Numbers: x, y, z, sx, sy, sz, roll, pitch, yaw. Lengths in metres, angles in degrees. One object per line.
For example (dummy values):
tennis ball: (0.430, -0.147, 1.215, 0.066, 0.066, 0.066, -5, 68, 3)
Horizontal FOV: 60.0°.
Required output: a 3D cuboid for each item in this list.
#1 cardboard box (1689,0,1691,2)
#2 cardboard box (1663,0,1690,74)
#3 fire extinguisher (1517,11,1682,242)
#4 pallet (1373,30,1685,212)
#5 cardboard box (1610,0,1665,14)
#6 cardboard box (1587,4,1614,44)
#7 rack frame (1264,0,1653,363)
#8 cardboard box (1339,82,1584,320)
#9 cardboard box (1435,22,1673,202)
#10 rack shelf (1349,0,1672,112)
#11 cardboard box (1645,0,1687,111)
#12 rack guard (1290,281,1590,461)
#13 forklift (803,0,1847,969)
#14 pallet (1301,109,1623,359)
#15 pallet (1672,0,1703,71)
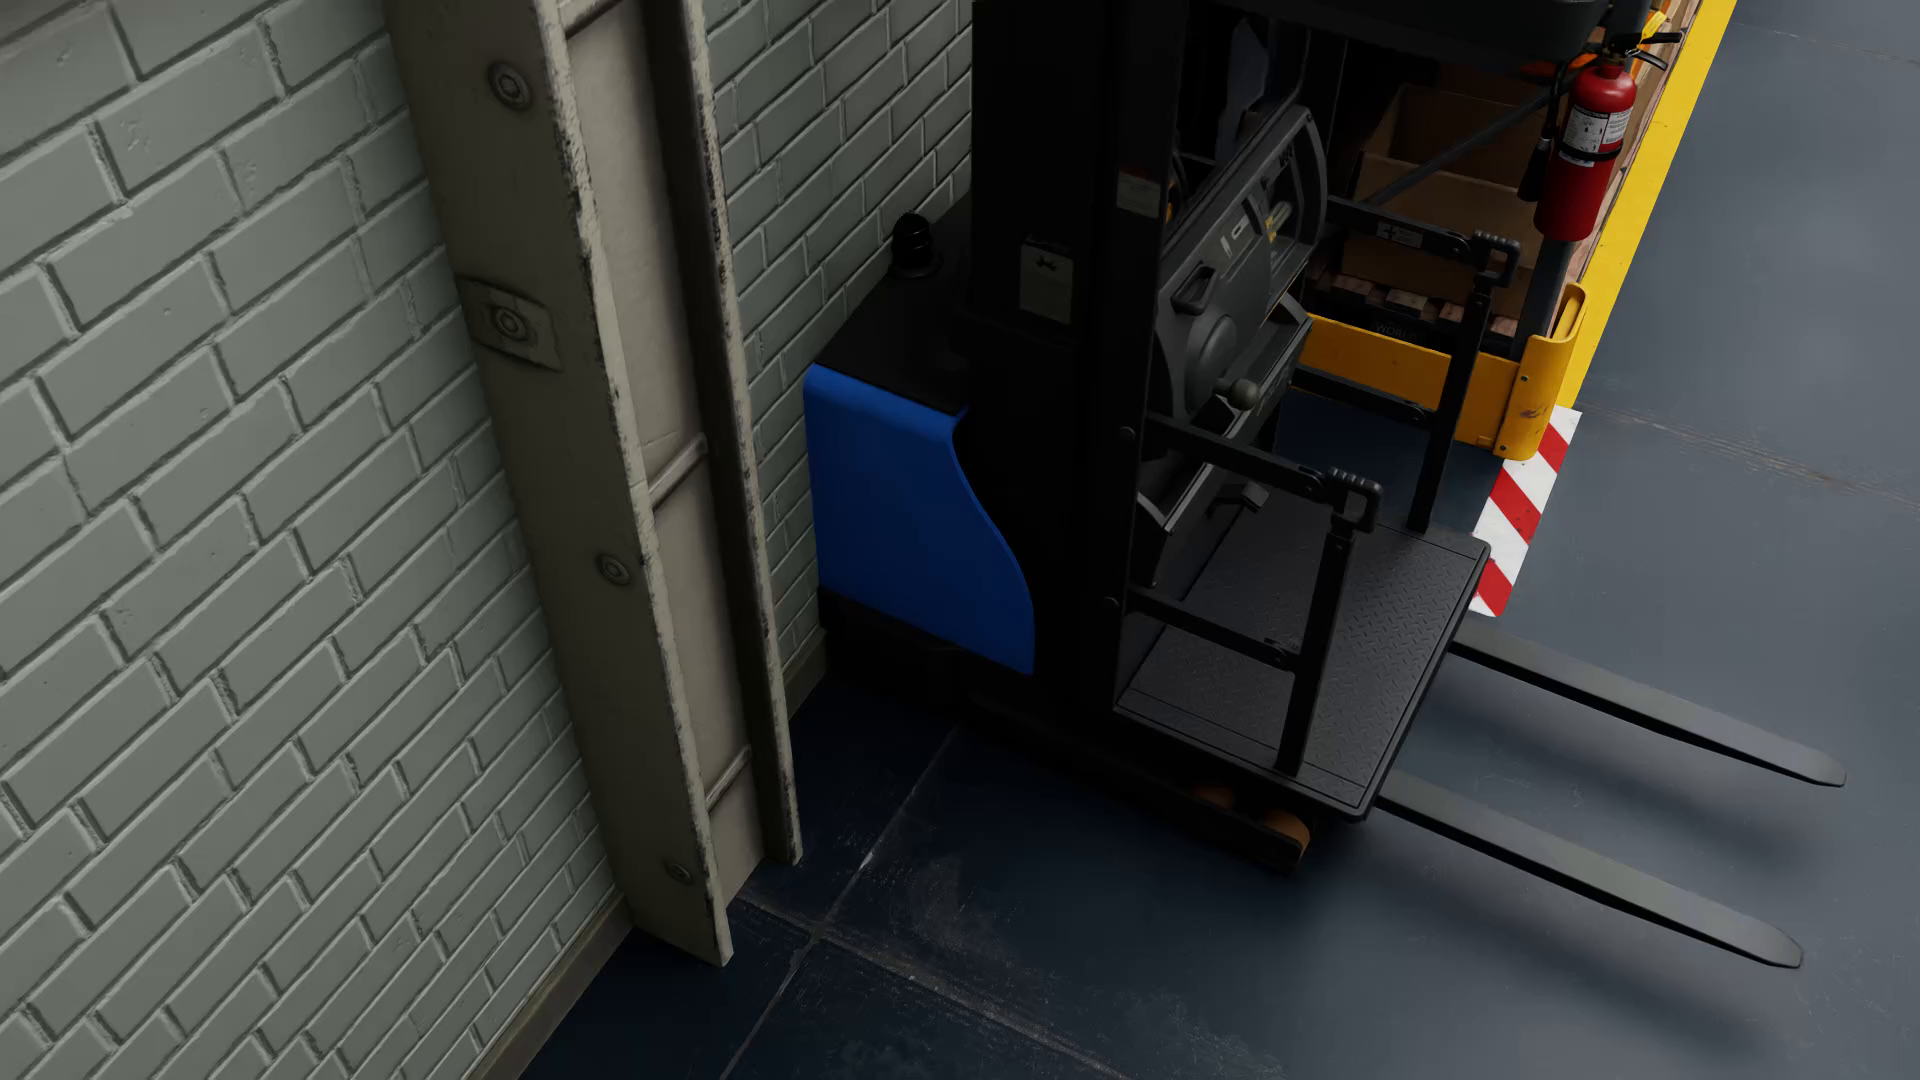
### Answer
cardboard box: (3.101, -2.586, 7.324, 0.396, 0.266, 0.258, 22, 49, 20)
cardboard box: (2.689, -2.355, 6.931, 0.700, 0.500, 0.500, 19, 48, 18)
fire extinguisher: (1.749, -1.149, 4.593, 0.296, 0.674, 0.183, 20, 49, 19)
pallet: (2.380, -1.888, 6.968, 1.003, 0.211, 1.213, 20, 49, 19)
cardboard box: (1.858, -1.801, 4.817, 0.500, 0.250, 0.500, 21, 49, 19)
cardboard box: (1.804, -1.581, 4.880, 0.380, 0.149, 0.250, 20, 49, 19)
rack frame: (1.408, -1.552, 4.675, 1.000, 3.000, 0.127, 20, 49, 19)
cardboard box: (1.776, -1.176, 5.764, 0.797, 0.503, 0.637, 19, 48, 18)
cardboard box: (2.207, -1.701, 6.284, 0.700, 0.500, 0.500, 22, 49, 21)
rack shelf: (2.337, -2.559, 6.176, 1.077, 0.370, 4.000, 20, 49, 19)
cardboard box: (2.541, -2.001, 6.581, 0.500, 0.500, 0.500, 21, 49, 20)
rack guard: (1.444, -0.722, 5.612, 1.175, 0.500, 0.348, 20, 49, 19)
forklift: (0.838, -0.600, 3.783, 3.031, 2.935, 1.130, 22, 49, 20)
pallet: (1.813, -1.122, 6.211, 1.003, 0.211, 1.213, 20, 49, 19)
pallet: (2.945, -2.660, 7.730, 1.003, 0.211, 1.213, 20, 49, 19)
